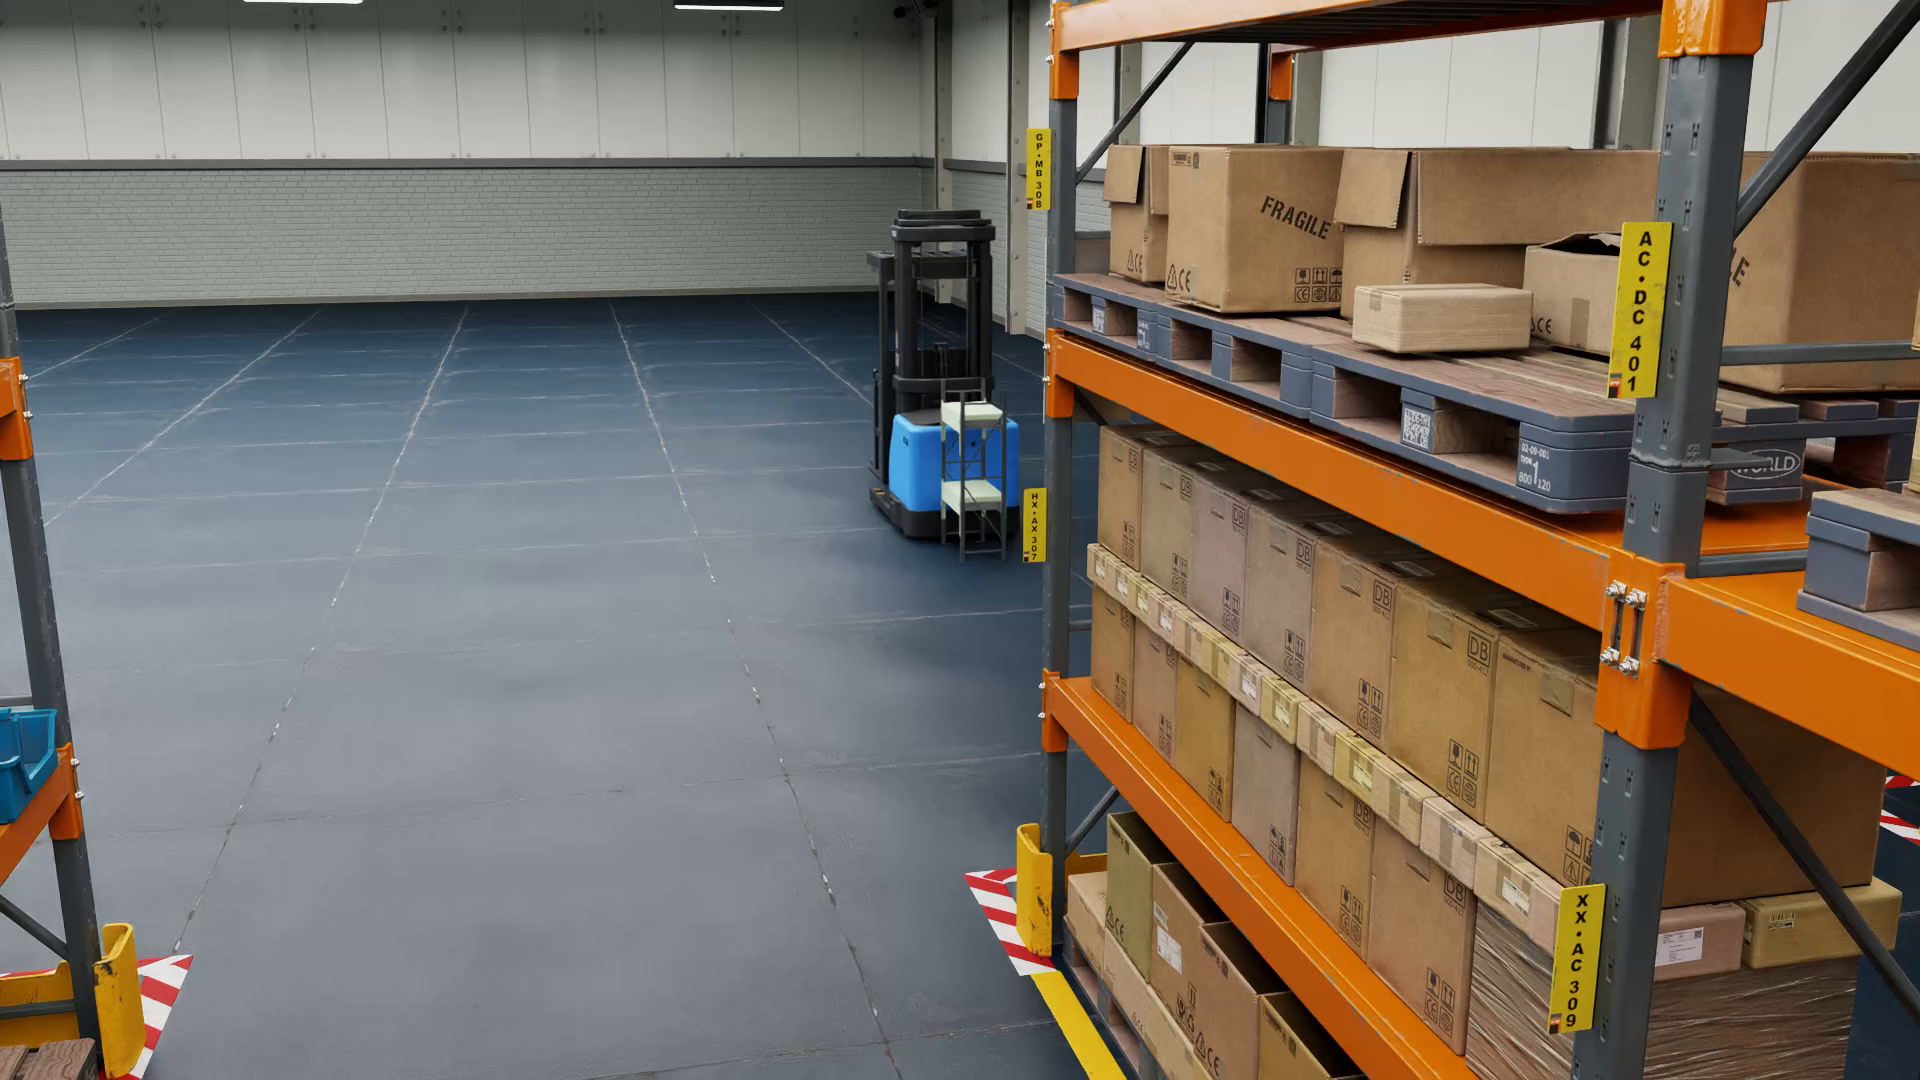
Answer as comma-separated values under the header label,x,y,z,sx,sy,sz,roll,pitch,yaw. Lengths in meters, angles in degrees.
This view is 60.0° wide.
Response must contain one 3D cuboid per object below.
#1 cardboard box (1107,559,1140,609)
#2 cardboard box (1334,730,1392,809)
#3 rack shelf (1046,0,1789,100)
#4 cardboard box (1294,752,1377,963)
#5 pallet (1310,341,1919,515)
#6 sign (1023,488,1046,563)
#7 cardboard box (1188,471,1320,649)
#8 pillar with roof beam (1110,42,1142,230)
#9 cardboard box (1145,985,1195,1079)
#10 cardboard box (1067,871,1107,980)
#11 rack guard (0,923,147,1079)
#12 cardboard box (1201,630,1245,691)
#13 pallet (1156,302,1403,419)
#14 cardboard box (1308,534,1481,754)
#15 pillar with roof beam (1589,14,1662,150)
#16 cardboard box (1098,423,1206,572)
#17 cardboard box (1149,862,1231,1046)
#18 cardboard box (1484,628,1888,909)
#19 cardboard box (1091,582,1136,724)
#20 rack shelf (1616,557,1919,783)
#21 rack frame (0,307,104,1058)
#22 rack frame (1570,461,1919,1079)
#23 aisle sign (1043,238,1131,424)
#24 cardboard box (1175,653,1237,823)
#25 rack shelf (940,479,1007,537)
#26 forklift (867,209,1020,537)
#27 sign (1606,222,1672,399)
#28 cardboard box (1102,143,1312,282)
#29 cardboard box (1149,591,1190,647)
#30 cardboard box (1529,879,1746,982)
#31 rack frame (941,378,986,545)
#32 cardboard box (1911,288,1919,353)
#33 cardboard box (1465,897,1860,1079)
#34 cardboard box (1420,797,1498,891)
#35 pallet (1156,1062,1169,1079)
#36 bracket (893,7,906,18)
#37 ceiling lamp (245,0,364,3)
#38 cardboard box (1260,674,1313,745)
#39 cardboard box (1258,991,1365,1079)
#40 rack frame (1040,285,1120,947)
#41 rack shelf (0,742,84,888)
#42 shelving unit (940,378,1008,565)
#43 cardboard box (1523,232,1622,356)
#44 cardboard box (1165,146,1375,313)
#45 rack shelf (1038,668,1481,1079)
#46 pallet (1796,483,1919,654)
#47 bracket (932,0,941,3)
label,x,y,z,sx,sy,sz,roll,pitch,yaw
cardboard box,0.812,0.166,6.673,0.380,0.149,0.250,-4,14,-15
cardboard box,1.295,0.640,4.734,0.380,0.149,0.250,-3,14,-13
rack shelf,1.334,-1.543,4.963,1.077,0.370,4.000,-3,14,-13
cardboard box,1.450,0.901,5.030,0.700,0.500,0.500,-3,14,-12
pallet,1.579,-0.320,4.107,1.003,0.211,1.213,-3,14,-13
sign,0.324,-0.063,7.197,0.100,0.325,0.005,-3,14,-13
cardboard box,1.222,0.045,5.800,0.700,0.500,0.500,-3,14,-13
pillar with roof beam,-1.728,-6.624,23.403,9.100,9.000,0.400,-3,14,-13
cardboard box,1.012,1.865,6.206,0.500,0.250,0.500,-3,14,-13
cardboard box,0.774,1.634,7.150,0.500,0.250,0.500,-3,14,-13
rack guard,-3.887,1.871,6.539,1.175,0.500,0.348,-3,14,-13
cardboard box,1.052,0.402,5.706,0.380,0.149,0.250,-3,14,-14
pallet,1.296,-0.601,5.257,1.003,0.211,1.213,-3,14,-13
cardboard box,1.457,0.276,4.855,0.700,0.500,0.500,-3,14,-13
pillar with roof beam,1.090,-3.856,12.072,9.100,9.000,0.400,-3,14,-13
cardboard box,0.974,-0.192,6.771,0.700,0.500,0.500,-3,14,-13
cardboard box,1.024,1.500,6.120,0.500,0.500,0.500,-3,14,-13
cardboard box,1.694,0.508,3.905,0.700,0.500,0.500,-3,14,-13
cardboard box,0.962,0.426,6.975,0.700,0.500,0.500,-3,14,-13
rack shelf,2.274,0.643,1.494,1.077,0.370,4.000,-3,14,-13
rack frame,-3.951,0.642,6.304,1.000,3.000,0.127,-3,14,-13
rack frame,1.804,1.289,3.653,1.000,3.000,0.127,-3,14,-13
aisle sign,0.551,-0.895,7.114,0.394,0.787,0.004,-3,14,-13
cardboard box,1.201,0.662,6.010,0.700,0.500,0.500,-3,14,-13
rack shelf,0.116,-0.297,14.679,0.431,0.370,0.720,-3,14,-13
forklift,-0.289,-1.750,16.239,1.130,2.935,3.031,-3,14,-13
sign,1.265,-0.426,3.099,0.100,0.325,0.005,-3,14,-13
cardboard box,0.996,-1.280,6.452,0.797,0.503,0.637,-2,14,-9
cardboard box,0.926,0.282,6.199,0.380,0.149,0.250,-4,14,-14
cardboard box,1.532,0.875,3.772,0.380,0.149,0.250,-3,14,-13
rack frame,0.031,-0.698,14.948,0.400,1.500,0.023,-3,14,-13
cardboard box,1.911,-0.519,2.585,0.500,0.500,0.500,-3,14,-13
cardboard box,1.694,1.138,4.059,0.700,0.500,0.500,-4,14,-15
cardboard box,1.412,0.757,4.253,0.380,0.149,0.250,-4,14,-15
pallet,1.368,2.176,5.899,1.003,0.211,1.213,-3,14,-13
bracket,-1.361,-12.004,37.838,0.235,0.232,0.430,-3,14,-13
ceiling lamp,-11.410,-10.891,28.568,2.000,3.185,0.800,-3,14,-13
cardboard box,1.170,0.520,5.222,0.380,0.149,0.250,-3,14,-11
cardboard box,1.255,1.731,5.175,0.500,0.500,0.500,-3,14,-13
rack frame,0.865,0.366,7.430,1.000,3.000,0.127,-3,14,-13
rack shelf,-3.481,1.452,4.501,1.077,0.370,4.000,-3,14,-13
shelving unit,0.116,-0.614,14.602,0.431,1.500,0.755,-3,14,-13
cardboard box,1.815,-0.652,4.287,0.500,0.311,0.500,-4,14,-16
cardboard box,0.989,-1.013,5.366,0.500,0.500,0.500,-3,14,-13
rack shelf,1.334,1.177,5.627,1.077,0.370,4.000,-3,14,-13
pallet,2.024,0.128,2.490,0.805,0.209,1.217,-4,14,-15
bracket,-0.004,-10.671,32.383,0.076,0.066,4.783,-3,14,-13
